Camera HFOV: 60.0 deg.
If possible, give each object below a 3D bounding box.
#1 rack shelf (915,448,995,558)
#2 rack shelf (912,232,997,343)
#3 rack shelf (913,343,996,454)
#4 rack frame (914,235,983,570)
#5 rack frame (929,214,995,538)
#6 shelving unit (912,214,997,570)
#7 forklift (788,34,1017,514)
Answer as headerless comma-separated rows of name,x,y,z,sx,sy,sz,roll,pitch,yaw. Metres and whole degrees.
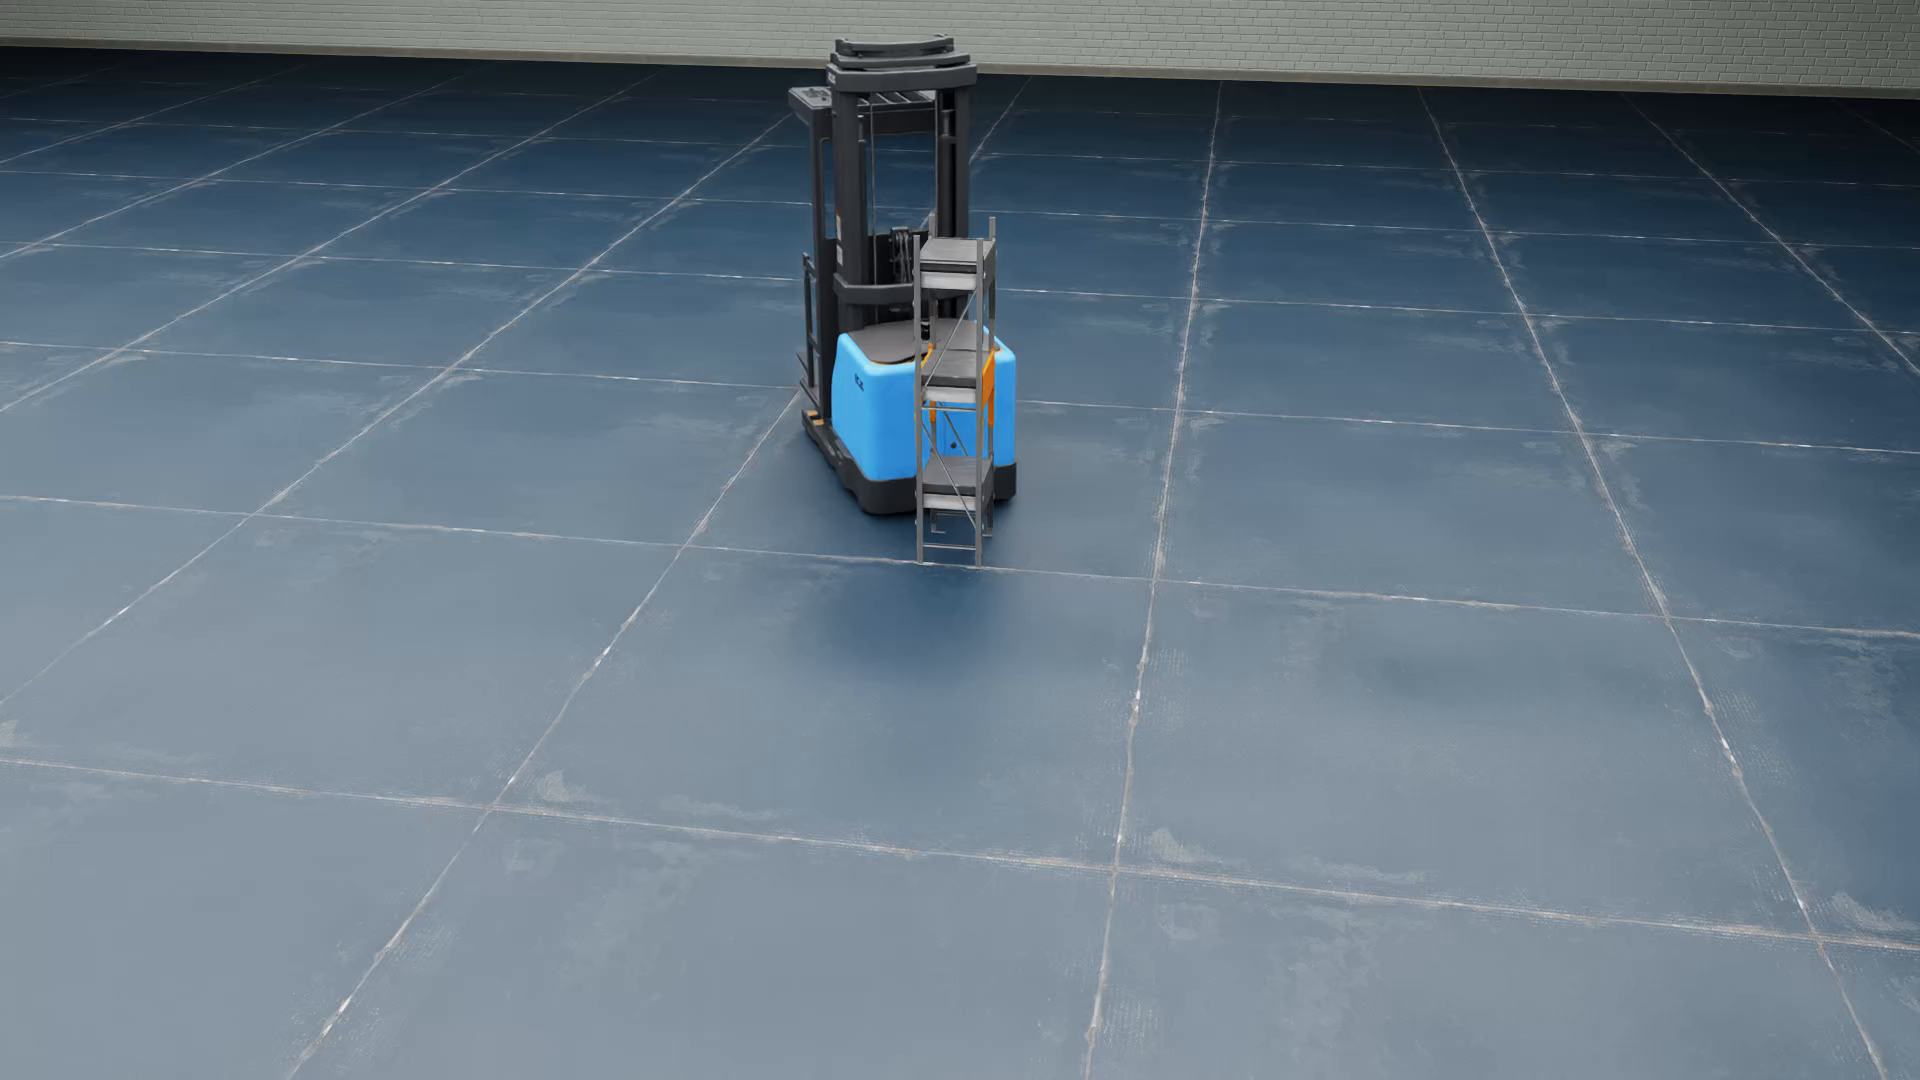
rack shelf,-0.027,-0.235,10.459,0.431,0.518,0.480,4,25,9
rack shelf,-0.027,-1.503,9.866,0.431,0.518,0.480,4,25,9
rack shelf,-0.027,-0.869,10.163,0.431,0.518,0.480,4,25,9
rack frame,-0.067,-0.780,9.939,0.400,2.100,0.015,4,25,9
rack frame,0.013,-0.984,10.375,0.400,2.100,0.015,4,25,9
shelving unit,-0.027,-0.882,10.157,0.431,2.100,0.503,4,25,9
forklift,-0.550,-2.097,11.773,1.130,2.935,3.031,-8,26,-16
